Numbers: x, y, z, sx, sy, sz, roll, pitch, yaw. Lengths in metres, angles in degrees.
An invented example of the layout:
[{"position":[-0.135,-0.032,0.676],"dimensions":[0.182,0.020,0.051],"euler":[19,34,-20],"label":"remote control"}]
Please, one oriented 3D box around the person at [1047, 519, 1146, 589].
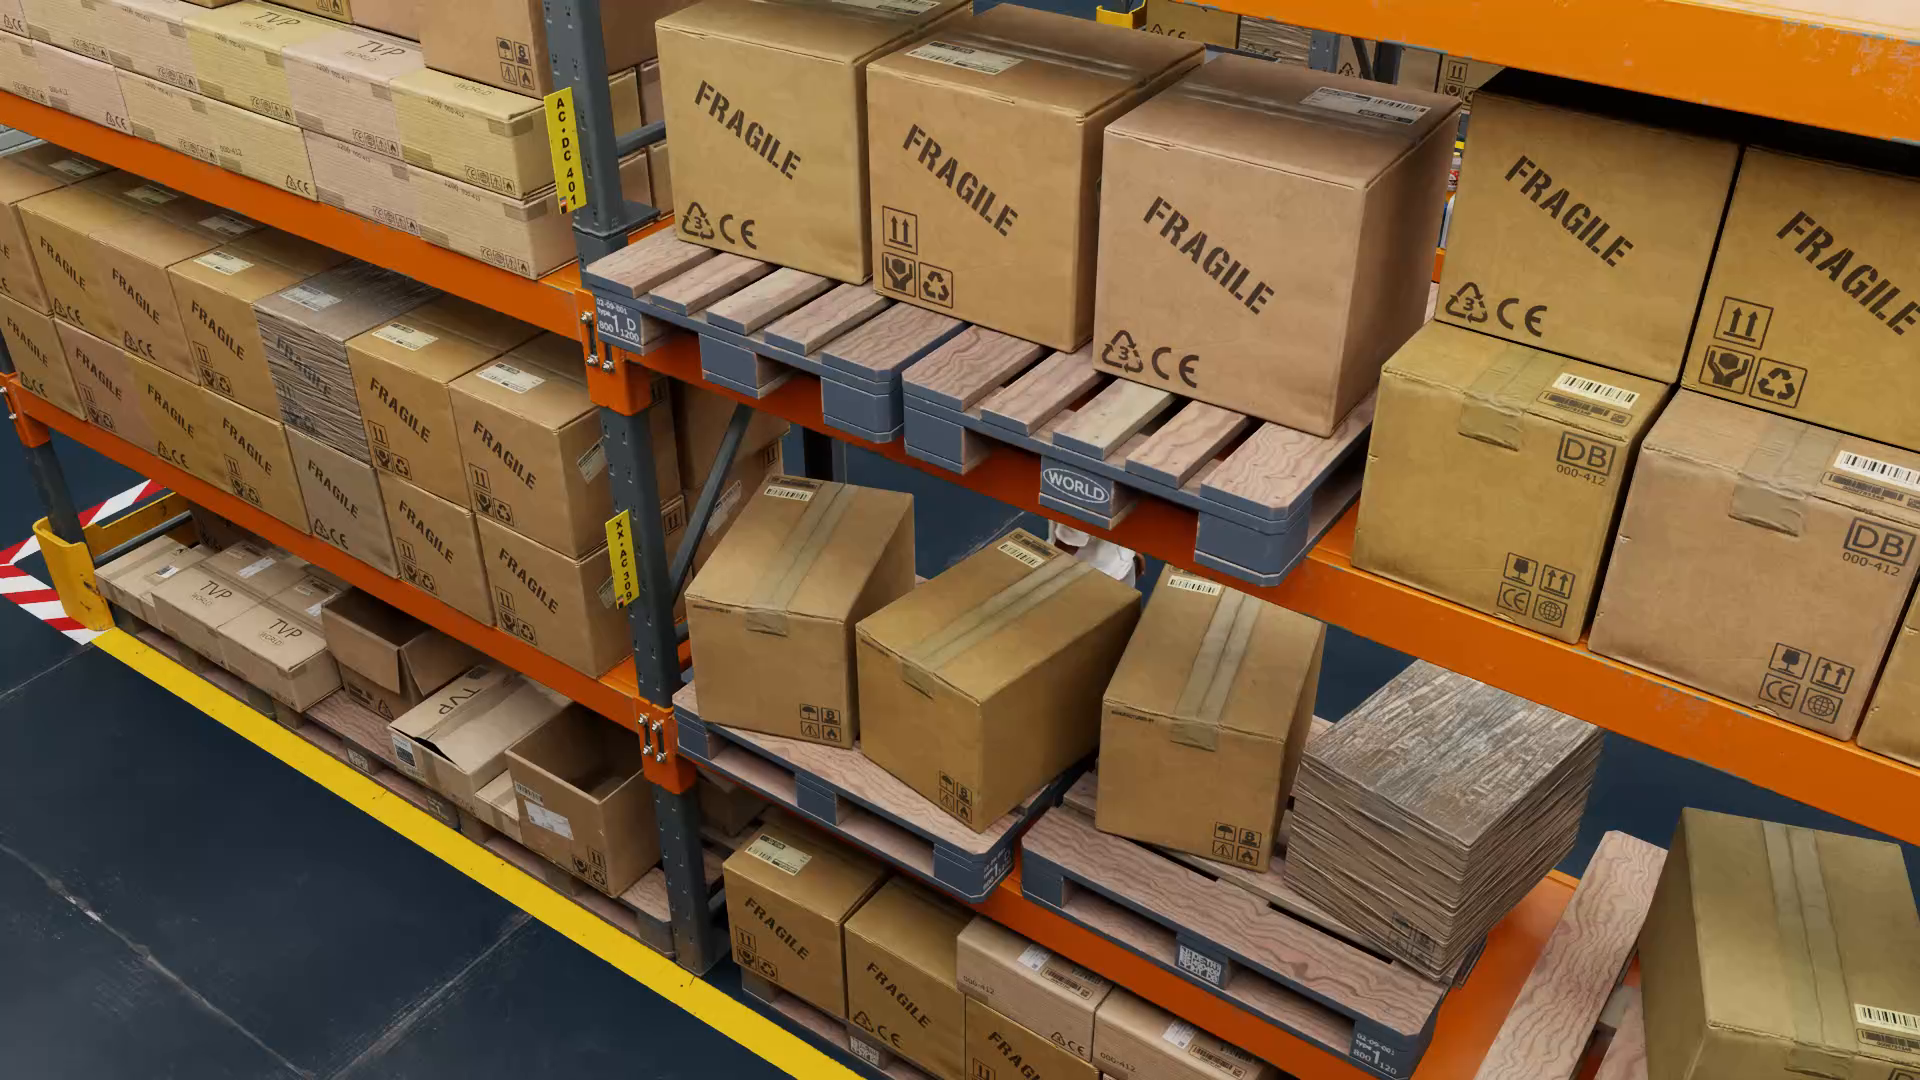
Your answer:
[{"position":[0.598,0.137,6.927],"dimensions":[0.458,1.760,0.635],"euler":[20,39,26],"label":"person"}]
